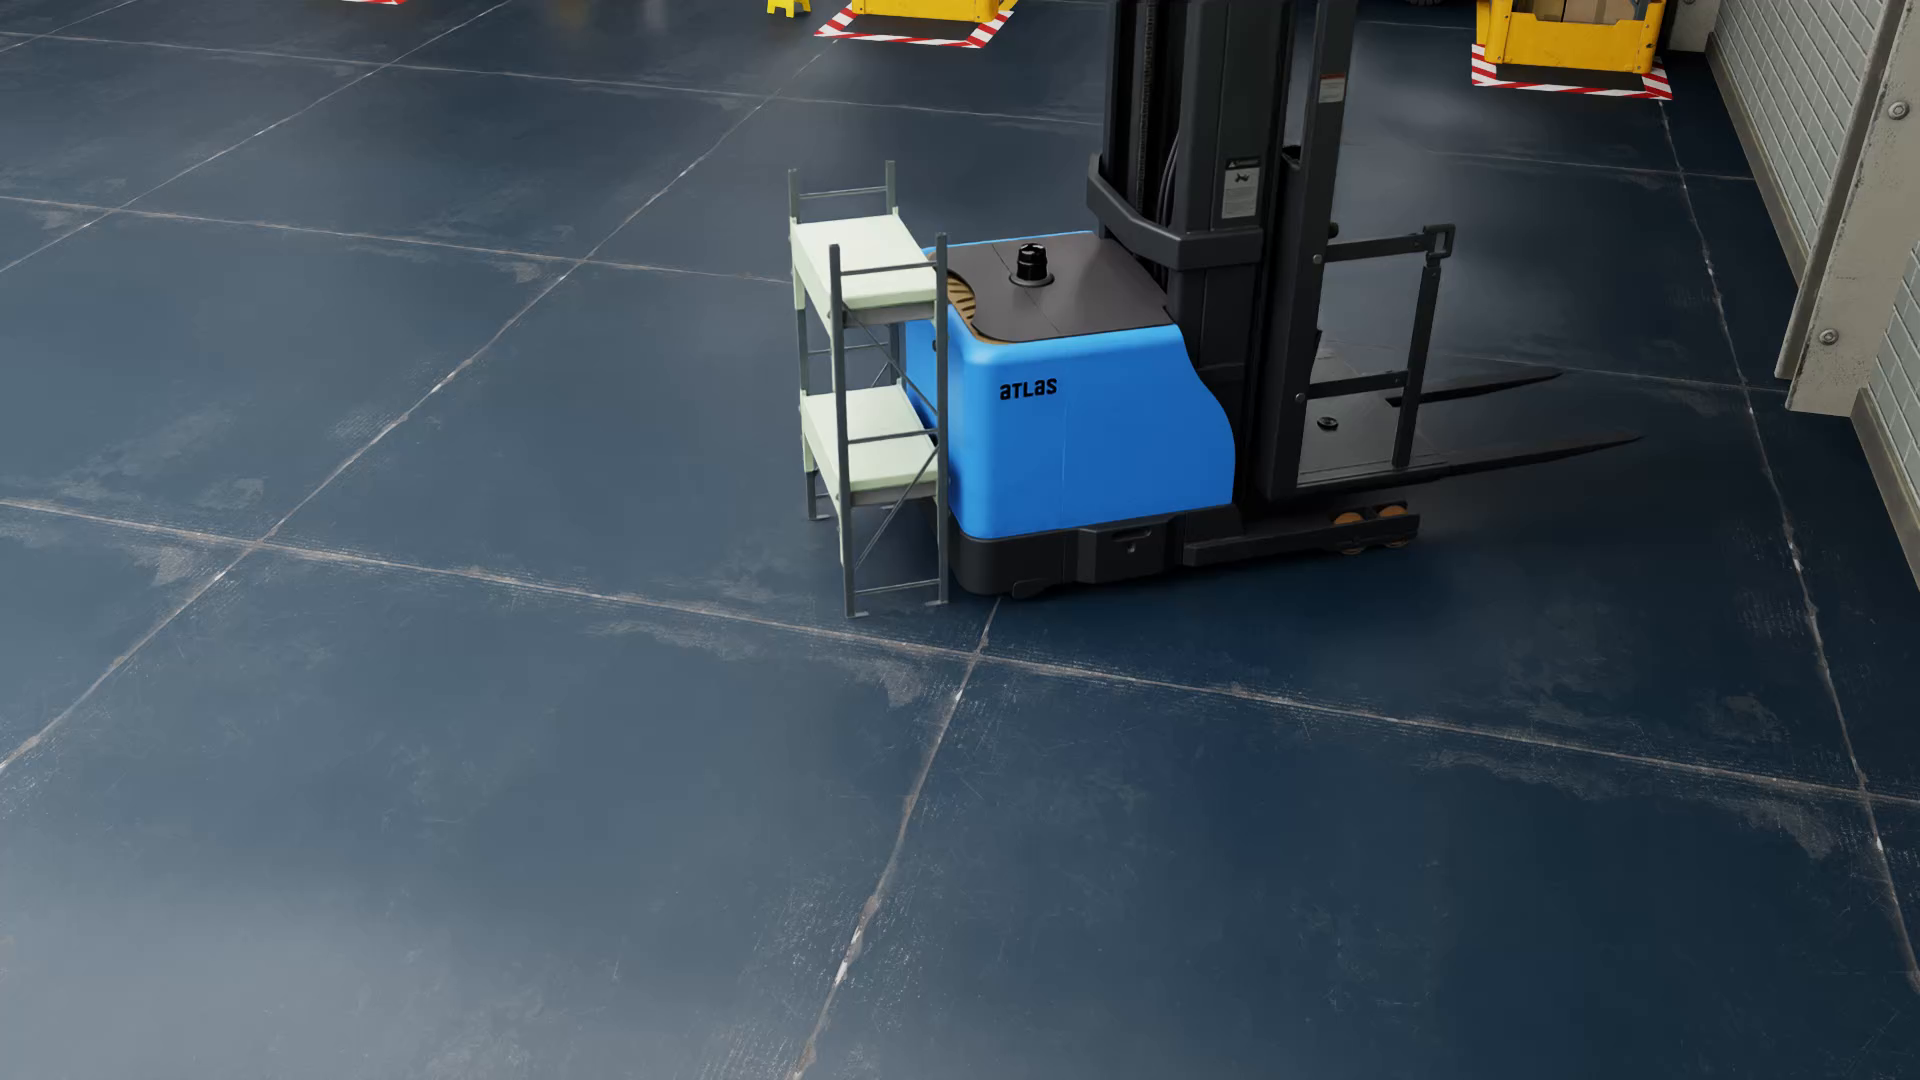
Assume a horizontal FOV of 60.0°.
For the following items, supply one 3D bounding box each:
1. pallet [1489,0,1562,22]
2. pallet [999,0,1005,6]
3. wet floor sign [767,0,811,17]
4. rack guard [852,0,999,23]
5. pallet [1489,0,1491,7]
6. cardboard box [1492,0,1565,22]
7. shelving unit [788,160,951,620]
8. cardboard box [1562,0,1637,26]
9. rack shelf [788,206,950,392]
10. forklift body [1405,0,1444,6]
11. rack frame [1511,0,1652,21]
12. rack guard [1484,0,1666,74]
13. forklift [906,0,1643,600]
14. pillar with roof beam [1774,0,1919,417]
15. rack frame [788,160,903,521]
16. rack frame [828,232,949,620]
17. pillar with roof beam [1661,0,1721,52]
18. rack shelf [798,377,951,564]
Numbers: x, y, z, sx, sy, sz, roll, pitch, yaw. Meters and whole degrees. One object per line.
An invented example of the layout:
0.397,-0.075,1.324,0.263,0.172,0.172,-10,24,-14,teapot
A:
4.654,-4.051,12.926,1.003,0.211,1.213,8,33,12,pallet
-0.042,-4.779,14.071,1.003,0.211,1.213,8,33,12,pallet
-1.385,-4.553,13.310,0.267,0.644,0.232,20,38,29,wet floor sign
-0.283,-4.484,13.337,1.175,0.500,0.348,8,33,12,rack guard
4.966,-4.683,13.919,1.003,0.211,1.213,8,33,12,pallet
4.314,-4.129,12.621,0.500,0.250,0.500,8,33,13,cardboard box
-0.337,-0.555,6.225,0.431,1.500,0.755,-8,33,-13,shelving unit
4.814,-4.071,12.529,0.500,0.250,0.500,8,33,13,cardboard box
-0.337,-0.884,6.015,0.431,0.370,0.720,-8,33,-13,rack shelf
3.217,-5.700,13.711,2.313,2.155,1.214,8,33,12,forklift body
4.500,-4.826,11.545,1.000,3.000,0.127,8,33,12,rack frame
4.494,-3.758,12.196,1.175,0.500,0.348,8,33,12,rack guard
1.343,-1.443,6.288,3.031,2.935,1.130,-8,33,-13,forklift
-0.138,-5.068,6.335,9.100,9.000,0.400,8,33,12,pillar with roof beam
-0.435,-0.744,6.522,0.400,1.500,0.023,-8,33,-13,rack frame
-0.239,-0.366,5.927,0.400,1.500,0.023,-8,33,-13,rack frame
1.385,-8.182,11.233,9.100,9.000,0.400,8,33,12,pillar with roof beam
-0.337,-0.280,6.400,0.431,0.370,0.720,-8,33,-13,rack shelf
